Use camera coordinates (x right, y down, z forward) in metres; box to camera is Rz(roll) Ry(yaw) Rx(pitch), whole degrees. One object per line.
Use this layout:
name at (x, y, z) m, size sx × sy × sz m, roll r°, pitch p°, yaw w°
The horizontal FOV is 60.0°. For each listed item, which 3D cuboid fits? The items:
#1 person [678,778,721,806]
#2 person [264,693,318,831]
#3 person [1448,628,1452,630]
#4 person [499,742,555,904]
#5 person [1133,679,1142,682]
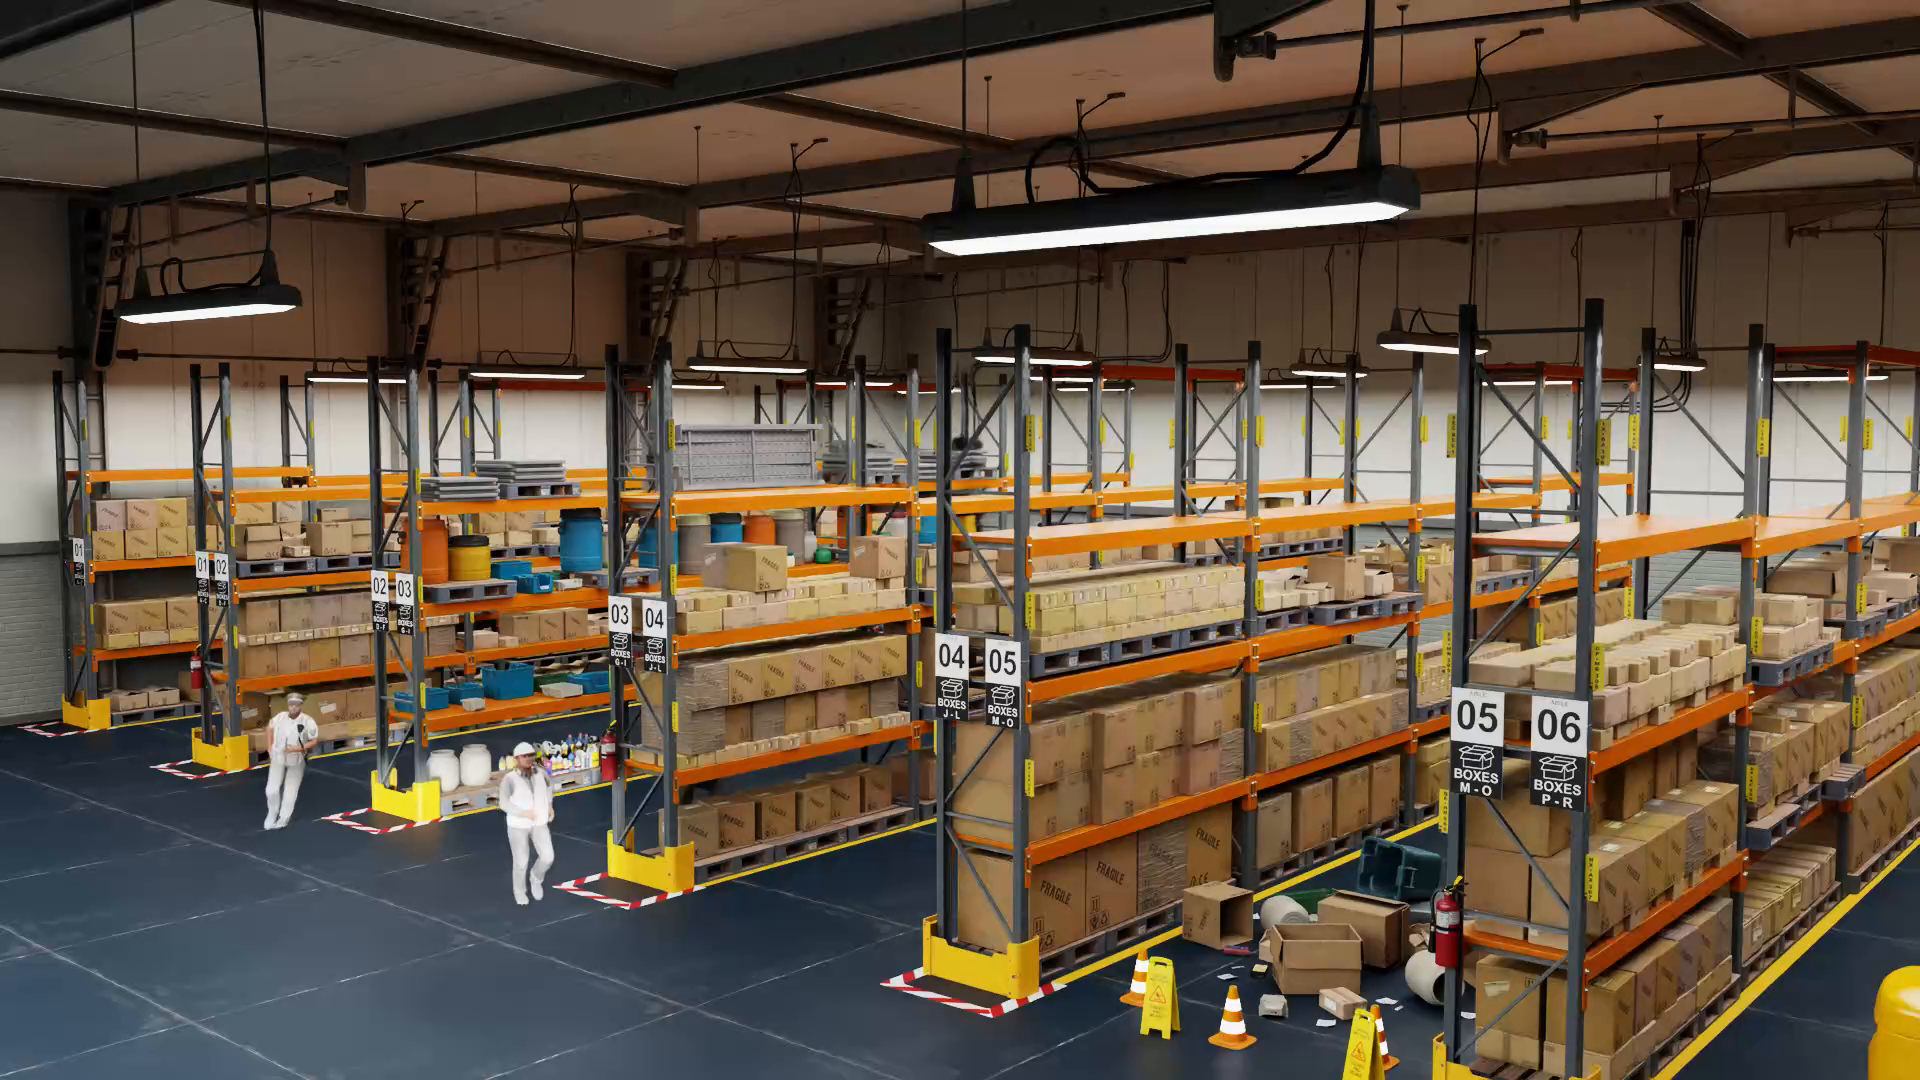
person at (-3.423, 2.735, 21.607) m, size 0.728 × 1.769 × 1.003 m, roll 2°, pitch 5°, yaw 29°
person at (-8.448, 2.783, 20.987) m, size 0.681 × 1.744 × 0.637 m, roll -1°, pitch 4°, yaw -12°
person at (8.130, 2.344, 27.502) m, size 0.868 × 1.791 × 0.654 m, roll -4°, pitch 5°, yaw -40°
person at (-4.560, 3.014, 17.652) m, size 0.663 × 1.744 × 0.620 m, roll -3°, pitch 5°, yaw -35°
person at (2.498, 2.718, 22.826) m, size 0.587 × 1.645 × 0.841 m, roll 3°, pitch 5°, yaw 38°
